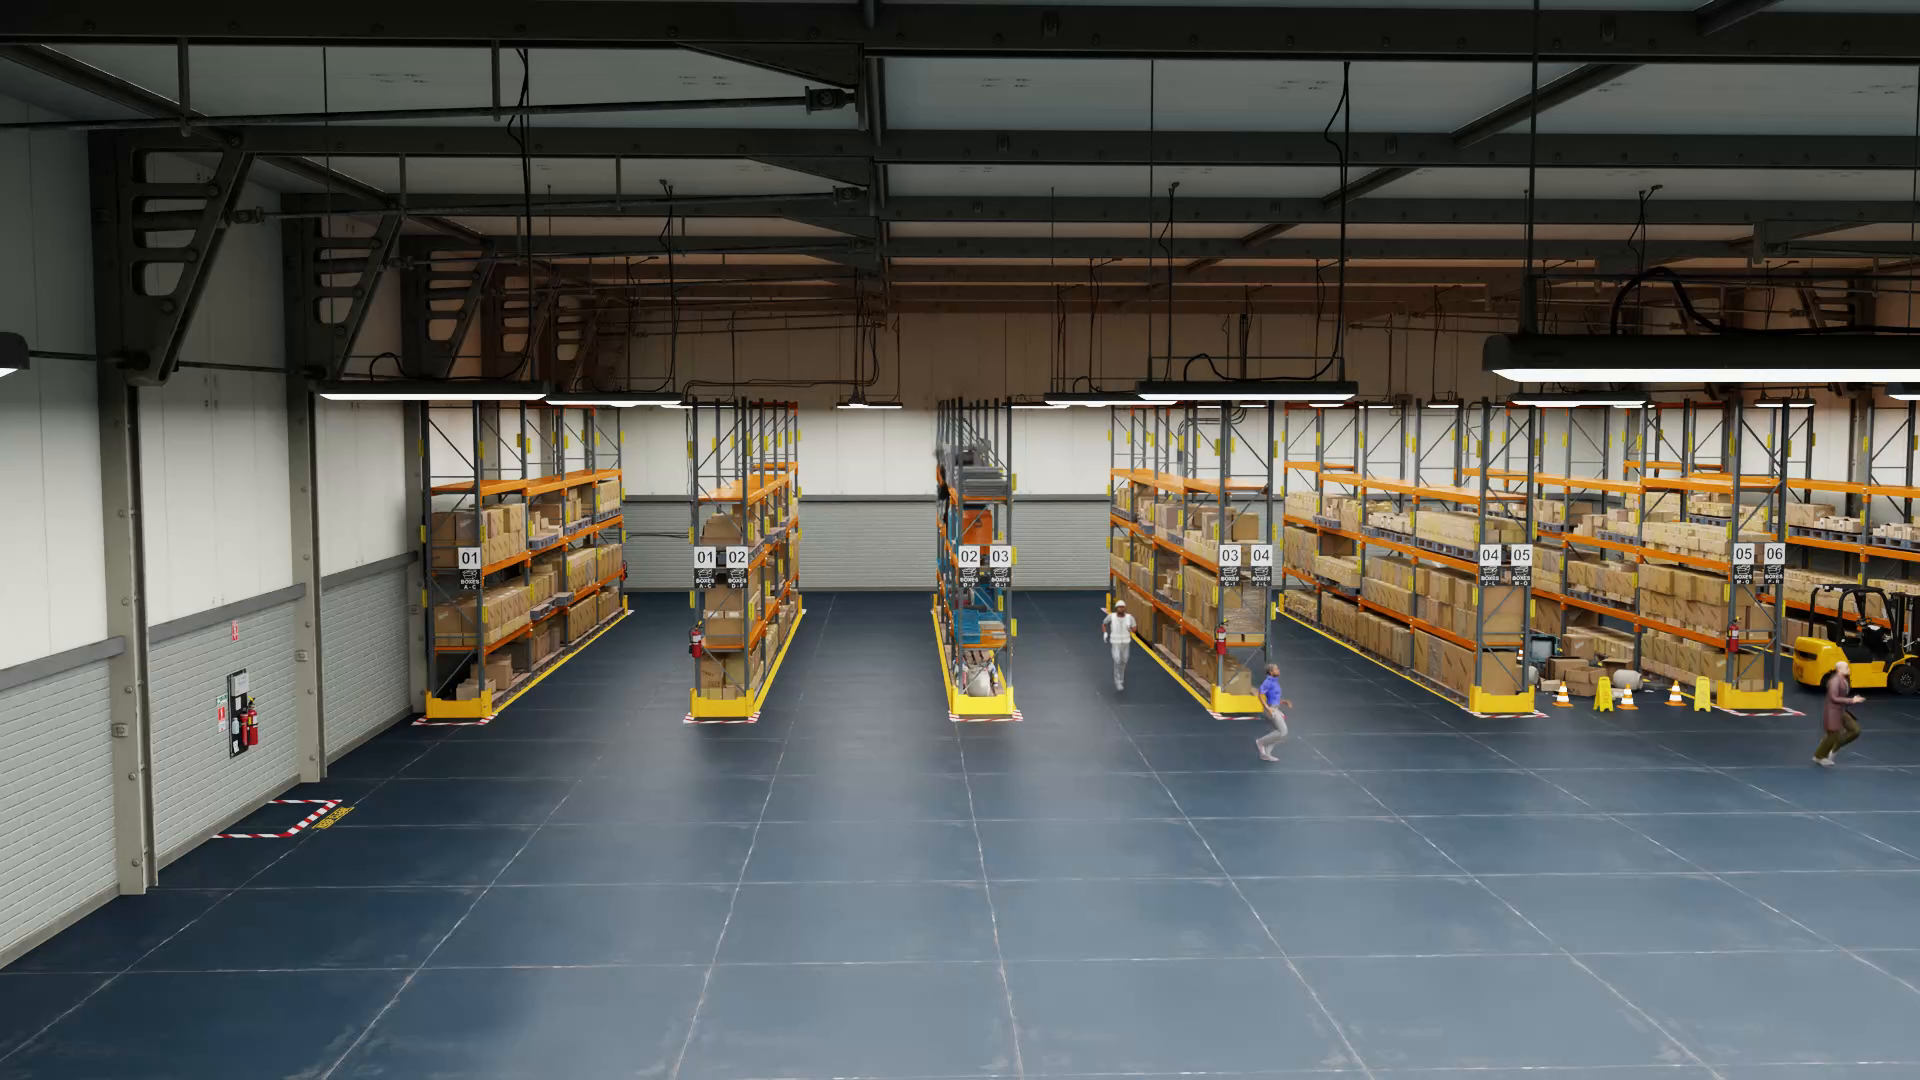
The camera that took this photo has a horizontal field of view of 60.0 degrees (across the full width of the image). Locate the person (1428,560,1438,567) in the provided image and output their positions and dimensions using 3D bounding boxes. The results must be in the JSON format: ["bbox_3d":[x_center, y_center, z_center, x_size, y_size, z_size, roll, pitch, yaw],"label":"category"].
[{"bbox_3d":[14.006,1.109,49.301,0.594,1.649,0.643,1,4,10],"label":"person"}]

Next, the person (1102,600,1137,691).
[{"bbox_3d":[3.322,2.148,34.419,0.676,1.800,0.934,-1,4,-8],"label":"person"}]

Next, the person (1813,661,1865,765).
[{"bbox_3d":[14.110,2.784,26.687,0.759,1.727,0.793,-4,6,-42],"label":"person"}]

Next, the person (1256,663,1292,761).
[{"bbox_3d":[5.146,2.825,27.209,0.552,1.604,0.571,2,5,19],"label":"person"}]
